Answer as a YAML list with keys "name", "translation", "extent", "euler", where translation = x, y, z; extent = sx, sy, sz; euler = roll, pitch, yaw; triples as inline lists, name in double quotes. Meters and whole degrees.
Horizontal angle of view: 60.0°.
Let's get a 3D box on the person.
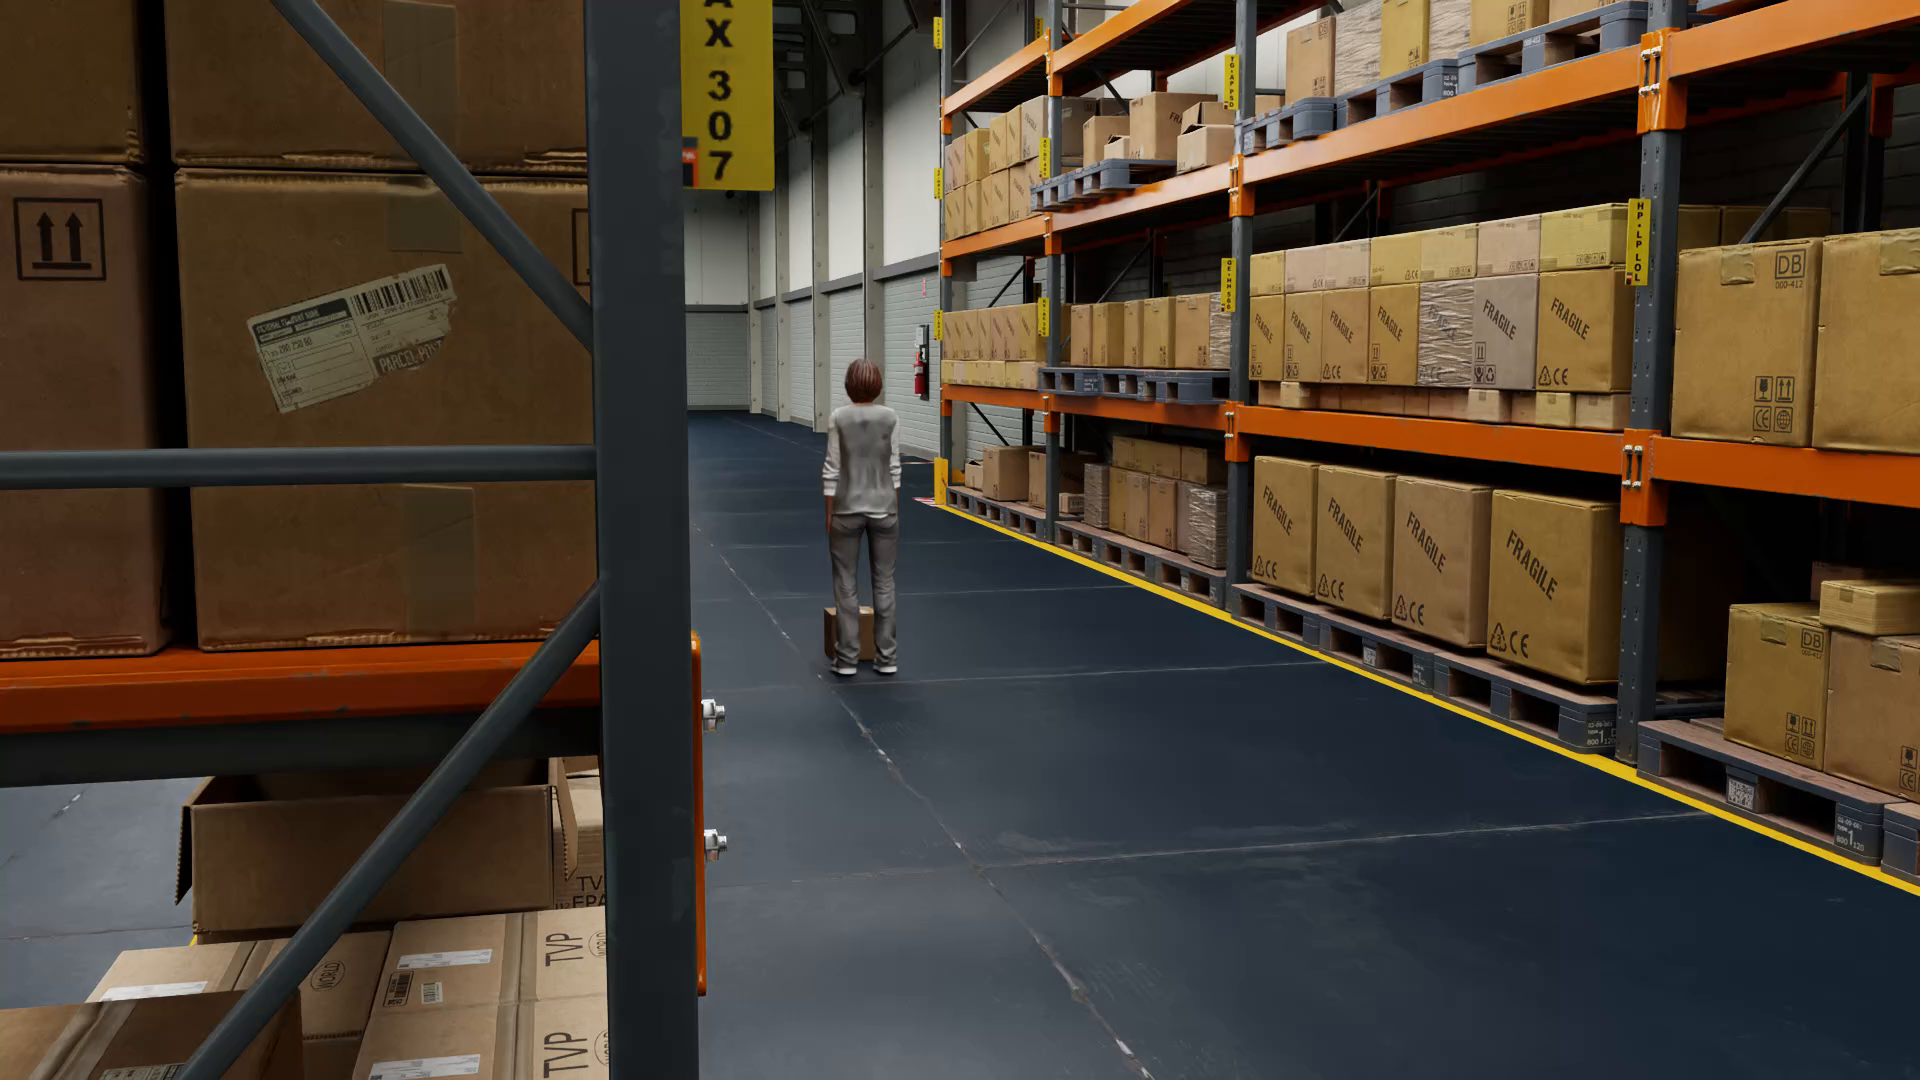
- name: "person"
  translation: [-0.497, -0.115, 8.405]
  extent: [0.404, 1.599, 0.301]
  euler: [-1, 6, -12]
